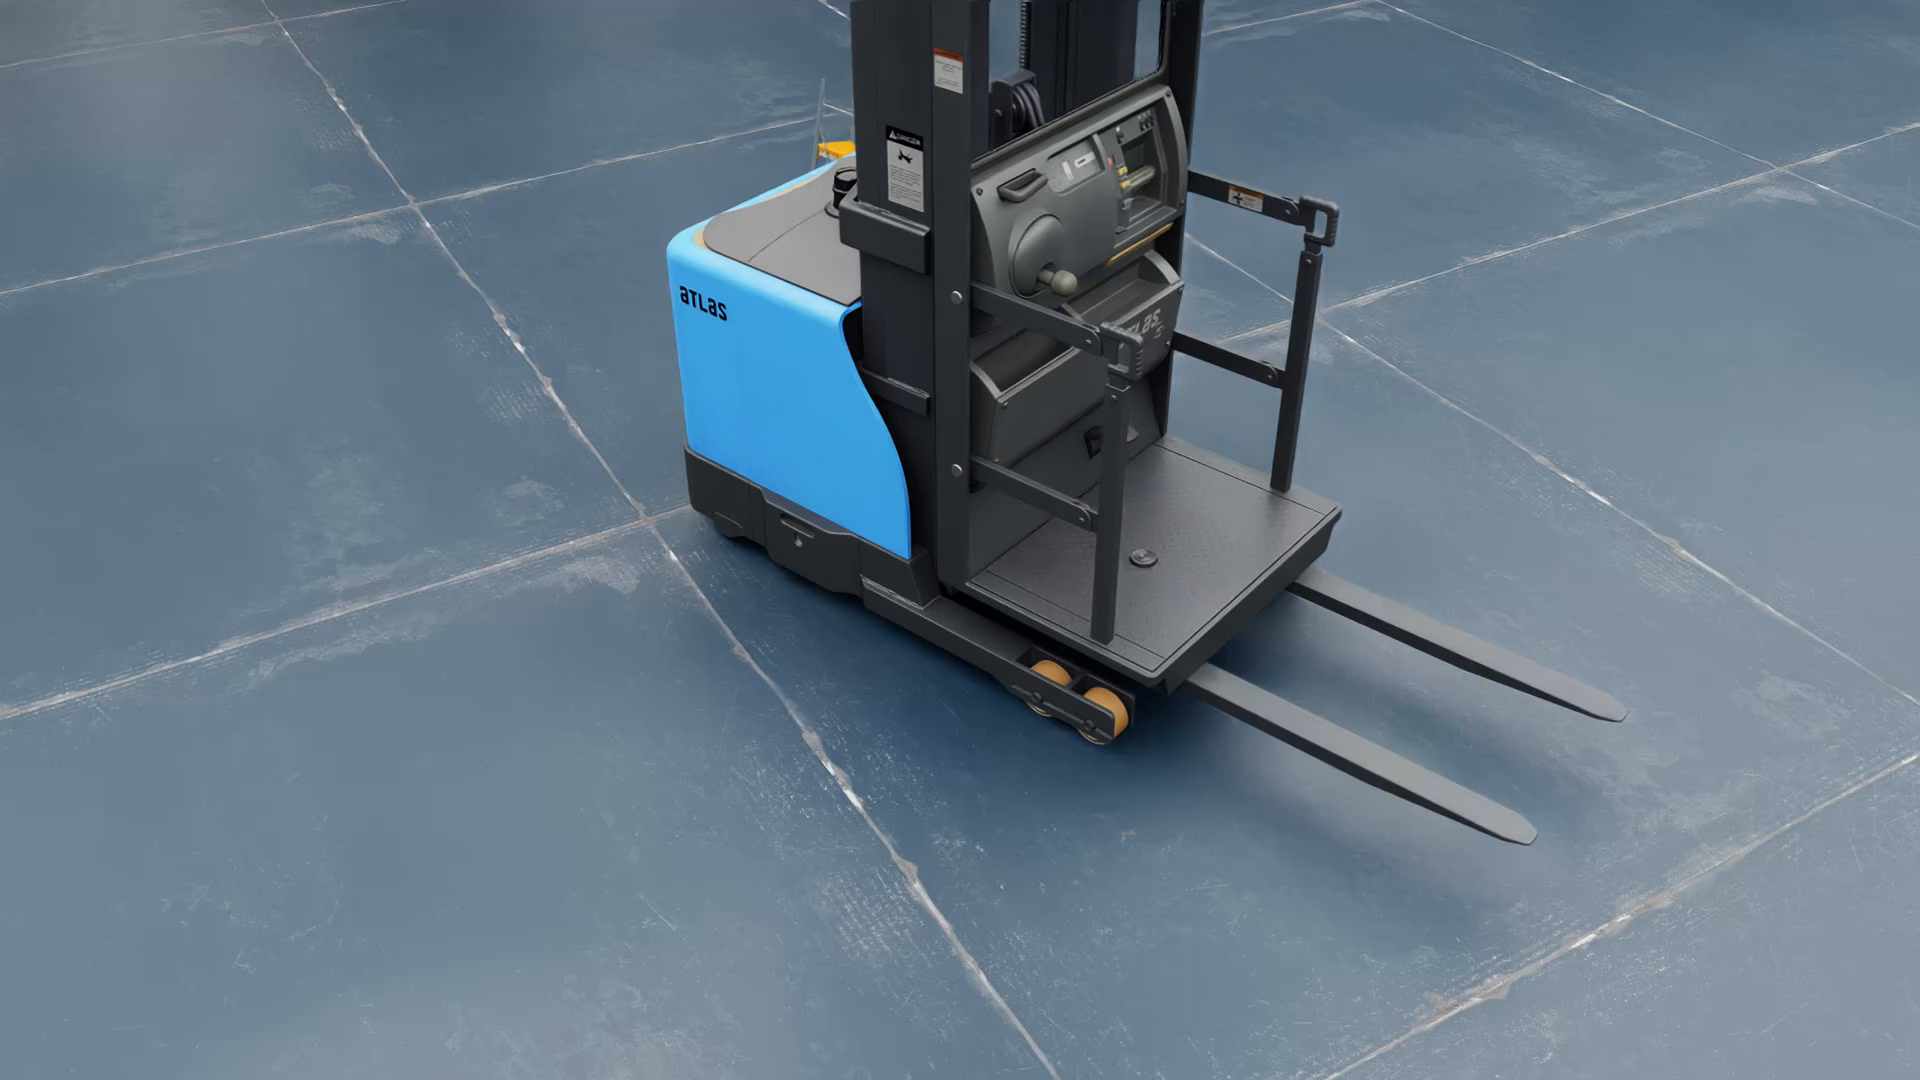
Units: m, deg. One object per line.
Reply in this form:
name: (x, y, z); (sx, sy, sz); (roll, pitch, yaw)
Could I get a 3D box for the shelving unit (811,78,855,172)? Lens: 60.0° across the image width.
shelving unit: (-0.438, -1.099, 6.224); (0.258, 1.200, 0.189); (29, 32, 34)

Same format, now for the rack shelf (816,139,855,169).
rack shelf: (-0.390, -1.379, 6.087); (0.258, 0.103, 0.180); (29, 32, 34)

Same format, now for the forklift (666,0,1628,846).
forklift: (0.514, -0.934, 4.544); (3.031, 2.935, 1.130); (26, 43, 31)

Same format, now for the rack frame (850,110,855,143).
rack frame: (-0.377, -1.120, 6.288); (0.240, 1.200, 0.006); (29, 32, 34)

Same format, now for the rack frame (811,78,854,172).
rack frame: (-0.499, -1.078, 6.159); (0.240, 1.200, 0.006); (29, 32, 34)
